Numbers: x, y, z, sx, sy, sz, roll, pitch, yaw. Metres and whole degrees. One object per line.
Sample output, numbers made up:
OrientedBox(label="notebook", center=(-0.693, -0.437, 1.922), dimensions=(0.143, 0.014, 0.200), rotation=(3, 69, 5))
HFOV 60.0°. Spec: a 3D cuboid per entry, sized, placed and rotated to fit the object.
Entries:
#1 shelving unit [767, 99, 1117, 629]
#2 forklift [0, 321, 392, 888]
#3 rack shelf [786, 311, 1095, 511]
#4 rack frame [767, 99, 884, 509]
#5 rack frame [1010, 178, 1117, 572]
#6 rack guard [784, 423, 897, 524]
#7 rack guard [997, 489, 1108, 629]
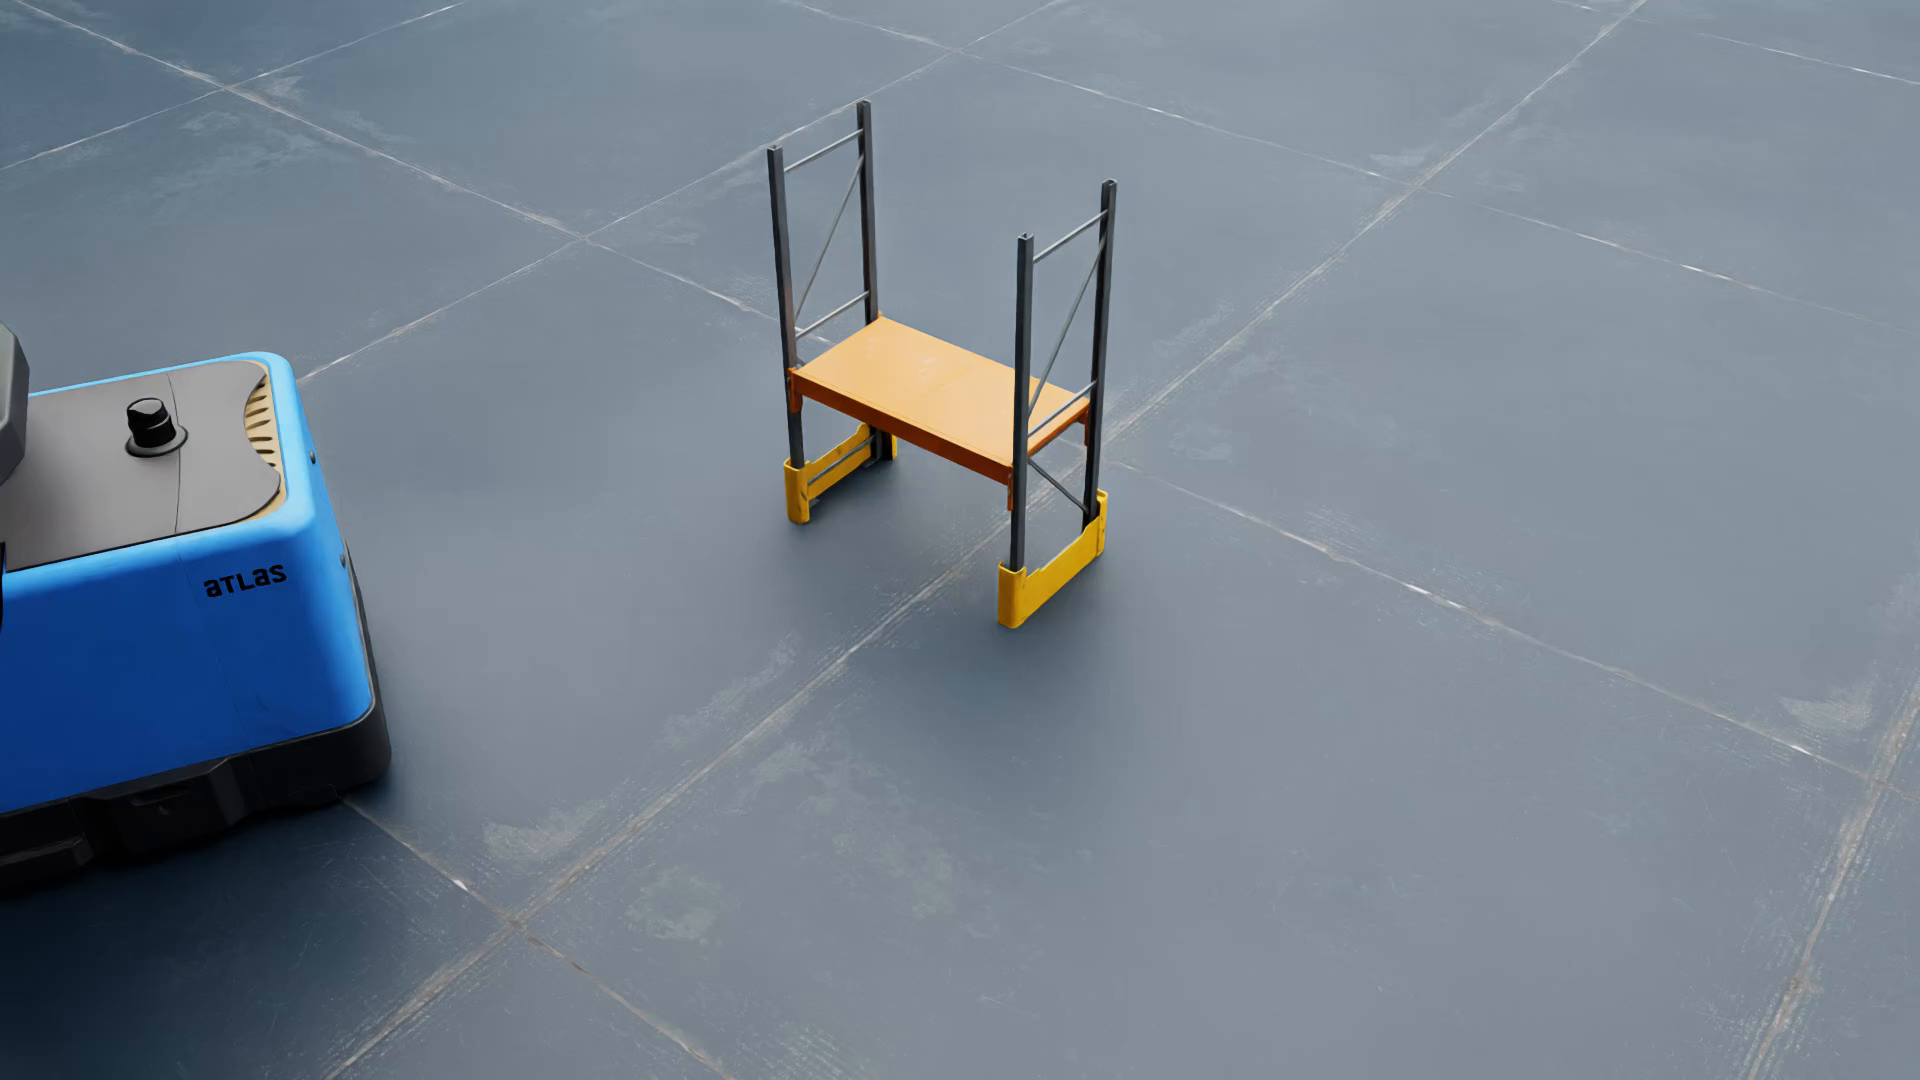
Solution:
OrientedBox(label="shelving unit", center=(-0.061, -0.619, 5.824), dimensions=(1.083, 1.500, 0.587), rotation=(25, 45, 29))
OrientedBox(label="forklift", center=(-3.363, -0.311, 4.270), dimensions=(3.031, 2.935, 1.130), rotation=(-14, 40, -17))
OrientedBox(label="rack shelf", center=(-0.068, -0.481, 5.939), dimensions=(1.000, 0.185, 0.538), rotation=(25, 45, 29))
OrientedBox(label="rack frame", center=(-0.472, -0.813, 6.072), dimensions=(0.032, 1.500, 0.500), rotation=(25, 45, 29))
OrientedBox(label="rack frame", center=(0.336, -0.432, 5.585), dimensions=(0.032, 1.500, 0.500), rotation=(25, 45, 29))
OrientedBox(label="rack guard", center=(-0.456, -0.313, 6.448), dimensions=(0.087, 0.250, 0.587), rotation=(25, 45, 29))
OrientedBox(label="rack guard", center=(0.335, 0.060, 5.971), dimensions=(0.087, 0.250, 0.587), rotation=(25, 45, 29))
